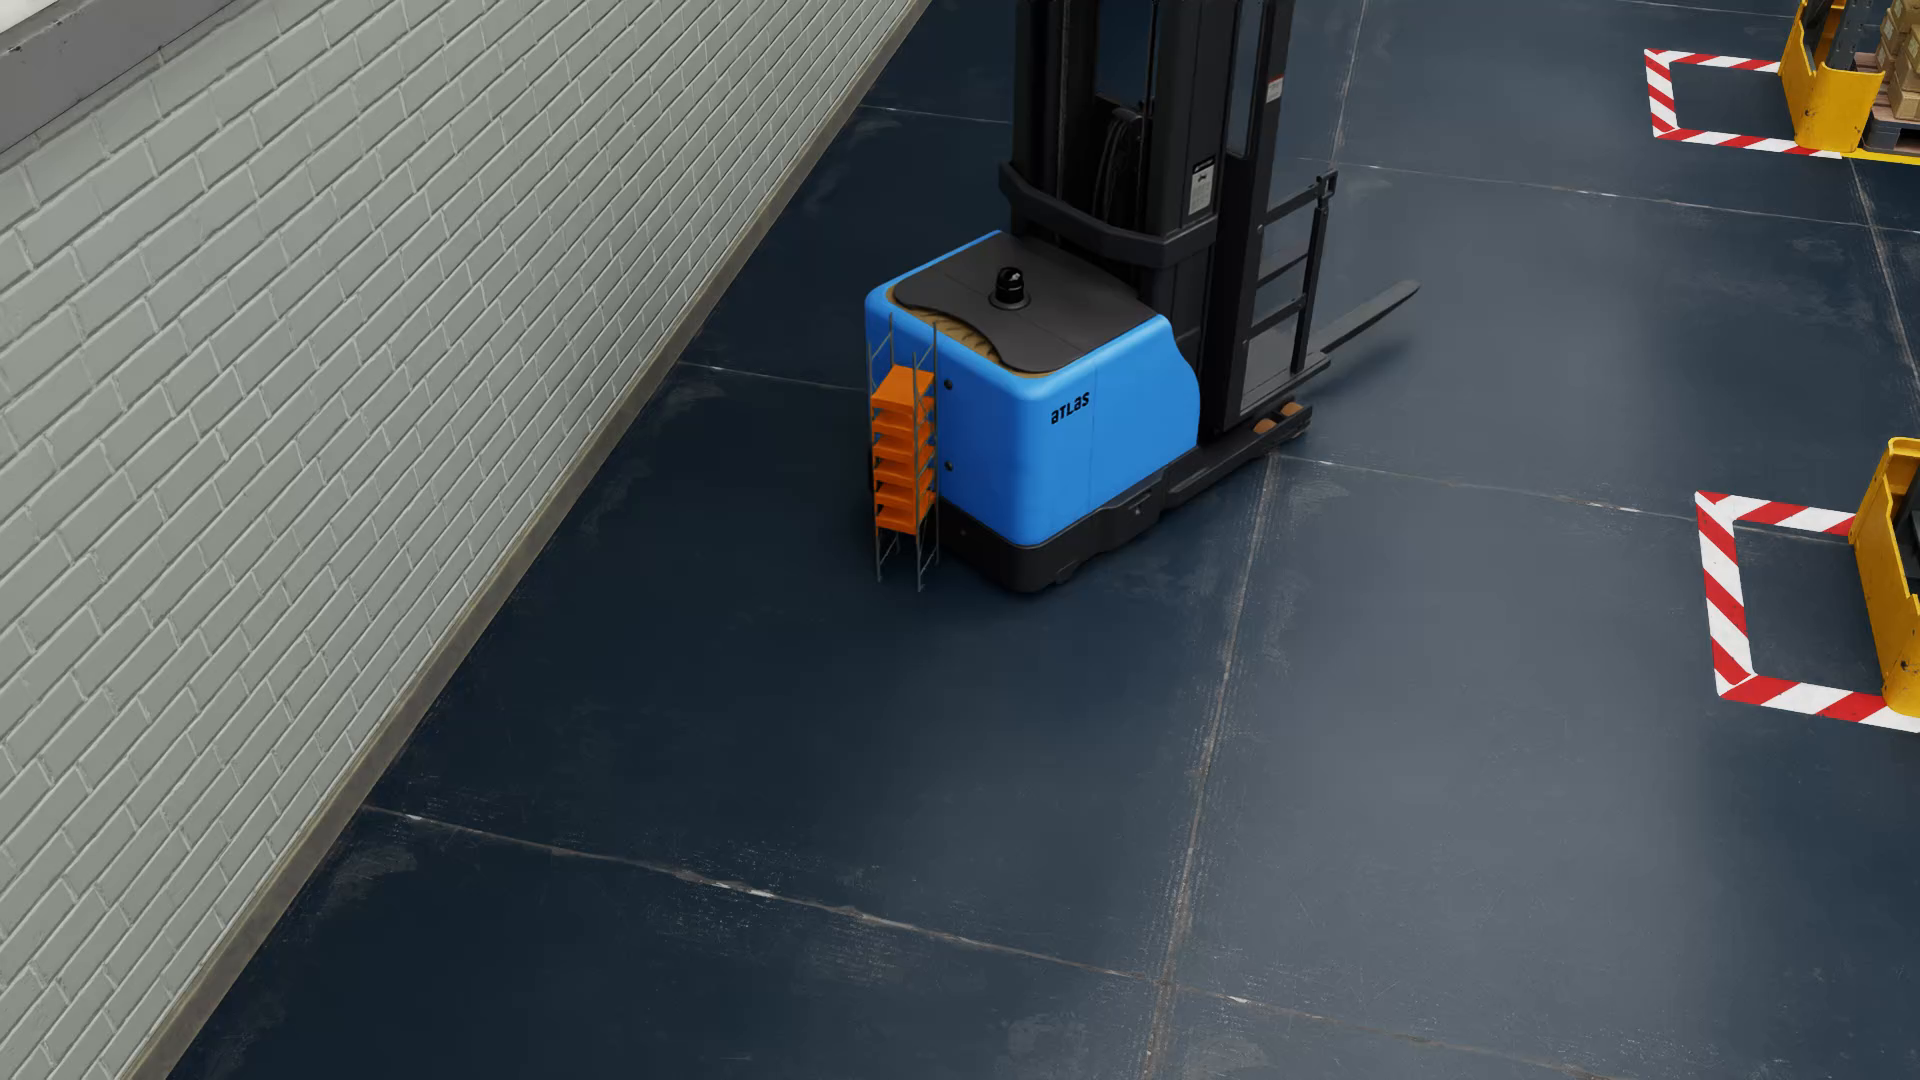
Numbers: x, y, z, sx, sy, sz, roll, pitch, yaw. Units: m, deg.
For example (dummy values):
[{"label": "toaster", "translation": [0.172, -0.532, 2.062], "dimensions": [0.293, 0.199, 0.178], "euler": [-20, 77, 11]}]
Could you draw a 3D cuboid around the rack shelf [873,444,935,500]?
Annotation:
[{"label": "rack shelf", "translation": [-0.219, -0.294, 6.737], "dimensions": [0.180, 0.103, 0.258], "euler": [13, 42, 15]}]

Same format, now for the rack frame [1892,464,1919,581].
[{"label": "rack frame", "translation": [3.937, -0.812, 5.884], "dimensions": [0.127, 3.000, 1.000], "euler": [10, 41, 11]}]

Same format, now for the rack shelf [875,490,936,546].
[{"label": "rack shelf", "translation": [-0.219, -0.111, 6.891], "dimensions": [0.180, 0.103, 0.258], "euler": [13, 42, 15]}]

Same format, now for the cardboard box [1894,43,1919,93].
[{"label": "cardboard box", "translation": [5.757, -2.813, 9.926], "dimensions": [0.250, 0.149, 0.380], "euler": [11, 41, 13]}]

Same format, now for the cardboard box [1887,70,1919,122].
[{"label": "cardboard box", "translation": [5.740, -2.659, 9.974], "dimensions": [0.250, 0.149, 0.380], "euler": [11, 41, 12]}]

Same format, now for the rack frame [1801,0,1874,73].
[{"label": "rack frame", "translation": [5.317, -3.876, 9.533], "dimensions": [0.127, 3.000, 1.000], "euler": [10, 41, 11]}]

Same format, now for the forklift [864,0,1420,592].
[{"label": "forklift", "translation": [1.010, -1.736, 7.038], "dimensions": [3.031, 2.935, 1.130], "euler": [-31, 49, -32]}]

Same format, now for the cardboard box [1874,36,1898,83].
[{"label": "cardboard box", "translation": [5.879, -2.987, 10.365], "dimensions": [0.250, 0.149, 0.380], "euler": [10, 41, 12]}]

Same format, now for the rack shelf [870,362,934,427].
[{"label": "rack shelf", "translation": [-0.219, -0.570, 6.505], "dimensions": [0.180, 0.103, 0.258], "euler": [13, 42, 15]}]

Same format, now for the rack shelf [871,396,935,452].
[{"label": "rack shelf", "translation": [-0.219, -0.478, 6.582], "dimensions": [0.180, 0.103, 0.258], "euler": [13, 42, 15]}]

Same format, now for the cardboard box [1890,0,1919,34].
[{"label": "cardboard box", "translation": [5.894, -3.243, 10.206], "dimensions": [0.250, 0.149, 0.380], "euler": [10, 41, 12]}]

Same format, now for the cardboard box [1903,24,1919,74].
[{"label": "cardboard box", "translation": [5.735, -2.875, 9.768], "dimensions": [0.250, 0.149, 0.380], "euler": [8, 41, 9]}]

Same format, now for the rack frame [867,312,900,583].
[{"label": "rack frame", "translation": [-0.305, -0.349, 6.732], "dimensions": [0.006, 1.200, 0.240], "euler": [13, 42, 15]}]

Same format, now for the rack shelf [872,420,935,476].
[{"label": "rack shelf", "translation": [-0.219, -0.386, 6.659], "dimensions": [0.180, 0.103, 0.258], "euler": [13, 42, 15]}]

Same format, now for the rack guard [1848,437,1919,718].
[{"label": "rack guard", "translation": [3.914, 0.142, 6.693], "dimensions": [0.348, 0.500, 1.175], "euler": [10, 41, 11]}]

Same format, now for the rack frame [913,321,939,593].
[{"label": "rack frame", "translation": [-0.133, -0.308, 6.684], "dimensions": [0.006, 1.200, 0.240], "euler": [13, 42, 15]}]

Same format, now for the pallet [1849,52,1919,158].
[{"label": "pallet", "translation": [6.166, -2.639, 10.228], "dimensions": [1.213, 0.211, 1.003], "euler": [10, 41, 11]}]

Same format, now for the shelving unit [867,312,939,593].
[{"label": "shelving unit", "translation": [-0.219, -0.328, 6.708], "dimensions": [0.189, 1.200, 0.258], "euler": [13, 42, 15]}]

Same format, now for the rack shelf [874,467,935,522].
[{"label": "rack shelf", "translation": [-0.219, -0.202, 6.814], "dimensions": [0.180, 0.103, 0.258], "euler": [13, 42, 15]}]

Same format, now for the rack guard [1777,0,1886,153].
[{"label": "rack guard", "translation": [5.390, -2.906, 10.322], "dimensions": [0.348, 0.500, 1.175], "euler": [10, 41, 11]}]

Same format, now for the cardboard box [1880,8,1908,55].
[{"label": "cardboard box", "translation": [5.901, -3.149, 10.326], "dimensions": [0.250, 0.149, 0.380], "euler": [9, 41, 10]}]
